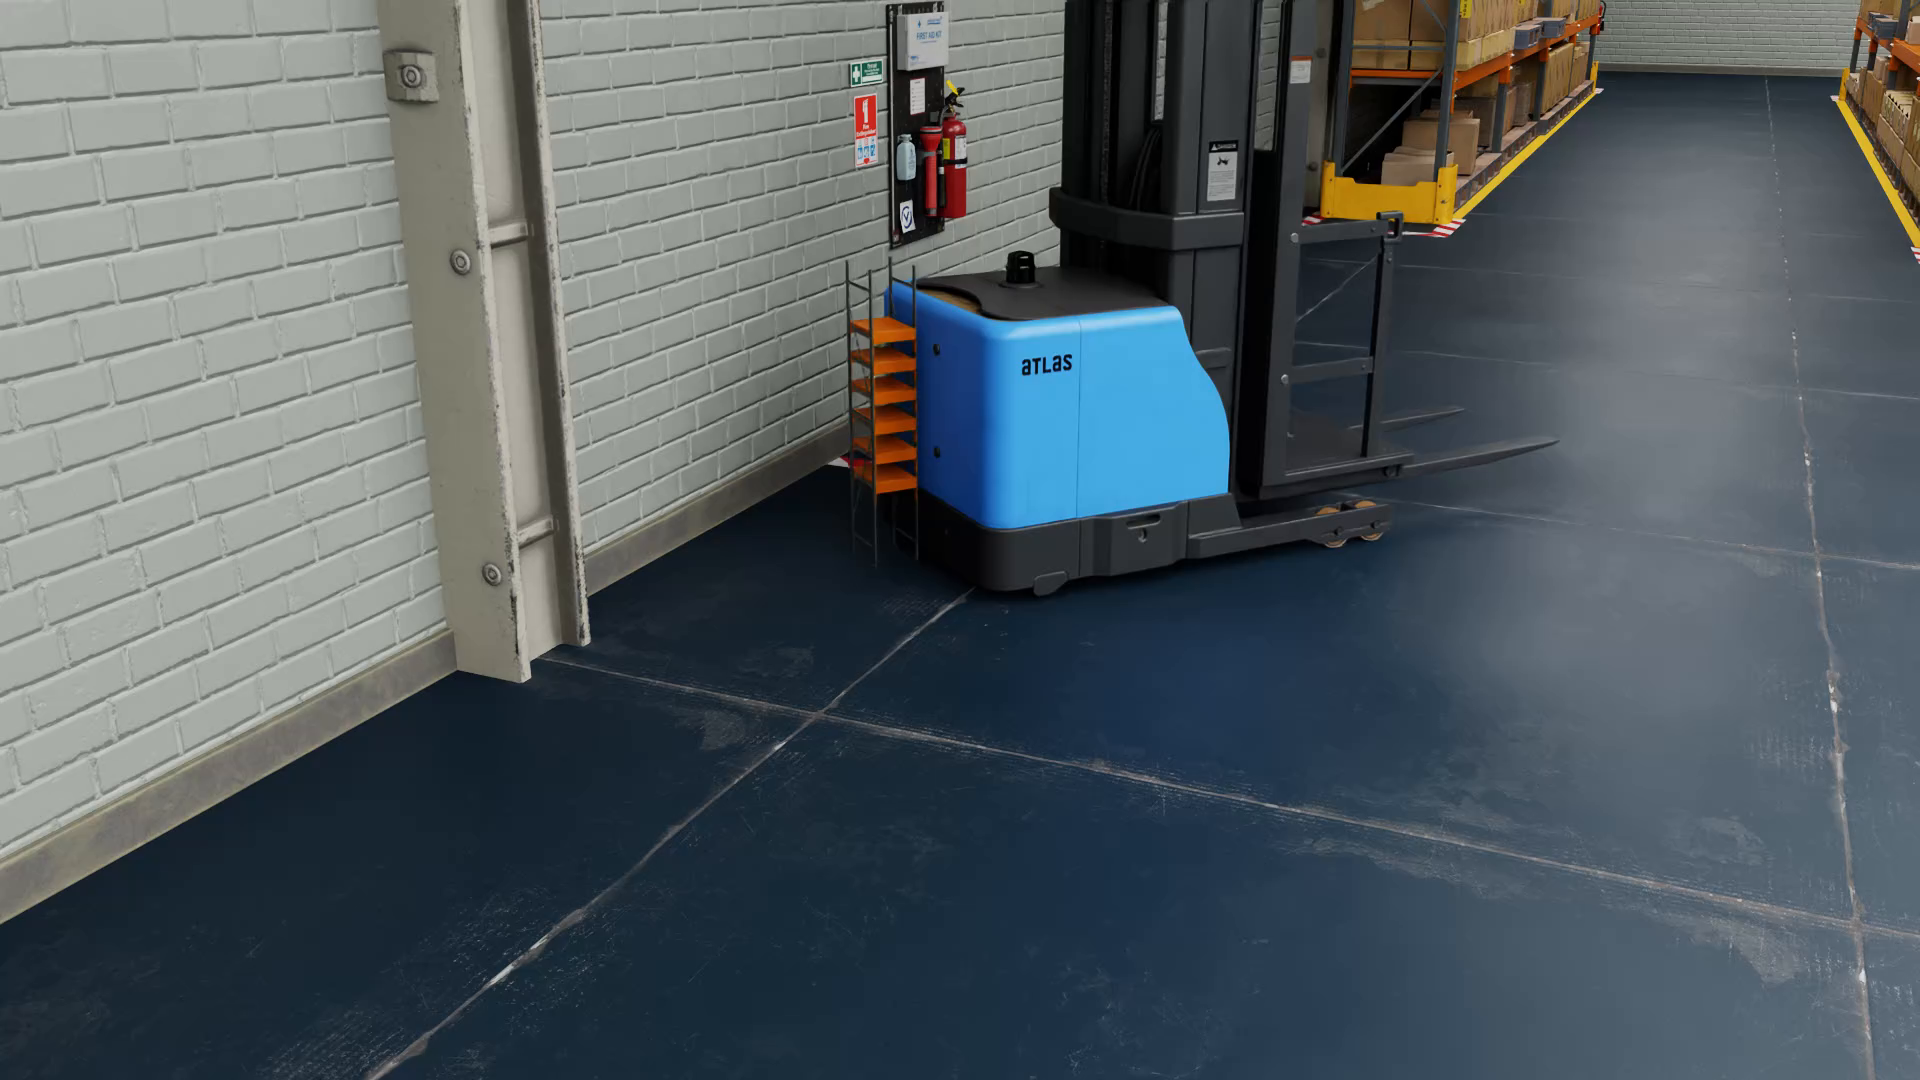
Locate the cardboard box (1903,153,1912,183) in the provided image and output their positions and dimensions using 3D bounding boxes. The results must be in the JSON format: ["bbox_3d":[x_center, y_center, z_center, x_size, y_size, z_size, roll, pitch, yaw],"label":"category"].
[{"bbox_3d":[9.361,-3.542,15.928,0.500,0.250,0.500,9,21,23],"label":"cardboard box"}]

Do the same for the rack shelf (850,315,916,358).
[{"bbox_3d":[-0.306,-0.795,6.471,0.180,0.103,0.258,-10,22,-25],"label":"rack shelf"}]

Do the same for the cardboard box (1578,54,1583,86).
[{"bbox_3d":[9.824,-7.724,27.316,0.700,0.500,0.500,8,21,21],"label":"cardboard box"}]

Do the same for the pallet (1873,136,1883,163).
[{"bbox_3d":[11.302,-4.555,19.460,1.003,0.211,1.213,9,21,23],"label":"pallet"}]

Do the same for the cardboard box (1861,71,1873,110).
[{"bbox_3d":[12.892,-6.253,23.147,0.500,0.500,0.500,8,21,20],"label":"cardboard box"}]

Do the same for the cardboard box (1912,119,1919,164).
[{"bbox_3d":[9.152,-3.743,15.375,0.500,0.500,0.500,9,21,23],"label":"cardboard box"}]

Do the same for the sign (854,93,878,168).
[{"bbox_3d":[8.123,-3.676,12.682,11.513,0.391,16.451,9,21,23],"label":"sign"}]

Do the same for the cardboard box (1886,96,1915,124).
[{"bbox_3d":[10.774,-4.844,18.753,0.500,0.311,0.500,8,21,21],"label":"cardboard box"}]

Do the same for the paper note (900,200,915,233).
[{"bbox_3d":[-0.264,-1.636,8.408,0.016,0.148,0.142,9,21,23],"label":"paper note"}]

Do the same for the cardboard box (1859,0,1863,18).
[{"bbox_3d":[14.528,-8.508,26.266,0.500,0.500,0.500,9,21,24],"label":"cardboard box"}]

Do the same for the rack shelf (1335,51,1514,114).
[{"bbox_3d":[9.216,-5.259,14.177,10.984,3.170,4.000,9,21,23],"label":"rack shelf"}]

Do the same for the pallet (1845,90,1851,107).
[{"bbox_3d":[14.594,-6.979,26.279,1.003,0.211,1.213,9,21,23],"label":"pallet"}]

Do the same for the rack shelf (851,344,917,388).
[{"bbox_3d":[-0.306,-0.682,6.512,0.180,0.103,0.258,-10,22,-25],"label":"rack shelf"}]

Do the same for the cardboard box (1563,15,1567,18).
[{"bbox_3d":[8.468,-7.457,23.806,0.380,0.149,0.250,9,21,23],"label":"cardboard box"}]

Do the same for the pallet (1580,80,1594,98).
[{"bbox_3d":[10.174,-7.670,28.220,1.003,0.211,1.213,9,21,23],"label":"pallet"}]

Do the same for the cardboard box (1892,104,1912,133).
[{"bbox_3d":[10.355,-4.534,17.880,0.500,0.311,0.500,8,21,23],"label":"cardboard box"}]

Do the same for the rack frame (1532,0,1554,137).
[{"bbox_3d":[7.154,-6.793,21.594,1.000,3.000,0.127,9,21,23],"label":"rack frame"}]

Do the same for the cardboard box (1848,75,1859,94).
[{"bbox_3d":[14.060,-7.039,25.732,0.500,0.250,0.500,9,21,23],"label":"cardboard box"}]

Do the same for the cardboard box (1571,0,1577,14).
[{"bbox_3d":[8.633,-7.880,24.026,0.500,0.500,0.500,9,21,23],"label":"cardboard box"}]

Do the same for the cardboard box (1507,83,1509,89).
[{"bbox_3d":[6.410,-5.625,20.265,0.500,0.250,0.500,8,21,22],"label":"cardboard box"}]

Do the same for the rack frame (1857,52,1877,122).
[{"bbox_3d":[13.313,-7.337,23.124,1.000,3.000,0.127,9,21,23],"label":"rack frame"}]

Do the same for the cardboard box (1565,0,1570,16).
[{"bbox_3d":[8.220,-7.574,23.166,0.500,0.500,0.500,9,22,24],"label":"cardboard box"}]

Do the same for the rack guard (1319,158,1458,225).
[{"bbox_3d":[3.909,-3.193,15.201,1.175,0.500,0.348,9,21,23],"label":"rack guard"}]

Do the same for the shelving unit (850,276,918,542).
[{"bbox_3d":[-0.304,-0.498,6.578,0.183,1.046,0.258,-10,22,-25],"label":"shelving unit"}]

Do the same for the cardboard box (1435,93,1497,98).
[{"bbox_3d":[5.968,-4.992,19.603,0.700,0.500,0.500,8,21,22],"label":"cardboard box"}]

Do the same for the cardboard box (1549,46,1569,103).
[{"bbox_3d":[8.283,-6.712,23.948,0.750,0.750,0.750,9,22,24],"label":"cardboard box"}]

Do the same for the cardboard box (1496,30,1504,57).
[{"bbox_3d":[5.195,-5.016,16.790,0.500,0.250,0.500,8,21,22],"label":"cardboard box"}]

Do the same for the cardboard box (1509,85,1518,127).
[{"bbox_3d":[6.590,-5.454,20.902,0.700,0.500,0.500,9,21,23],"label":"cardboard box"}]

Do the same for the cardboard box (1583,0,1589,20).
[{"bbox_3d":[9.333,-8.543,26.067,0.980,0.700,0.700,8,21,21],"label":"cardboard box"}]

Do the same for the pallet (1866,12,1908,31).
[{"bbox_3d":[12.886,-7.018,22.512,1.003,0.211,1.213,9,21,23],"label":"pallet"}]

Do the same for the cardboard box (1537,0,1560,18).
[{"bbox_3d":[7.586,-7.103,21.843,0.500,0.500,0.500,9,22,24],"label":"cardboard box"}]

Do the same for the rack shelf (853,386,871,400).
[{"bbox_3d":[-0.306,-0.587,6.545,0.166,0.020,0.199,-10,22,-25],"label":"rack shelf"}]

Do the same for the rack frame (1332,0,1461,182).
[{"bbox_3d":[3.878,-4.348,14.717,1.000,3.000,0.127,9,21,23],"label":"rack frame"}]

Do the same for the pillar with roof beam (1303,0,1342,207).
[{"bbox_3d":[7.303,-6.916,12.987,9.100,9.000,0.400,9,21,23],"label":"pillar with roof beam"}]

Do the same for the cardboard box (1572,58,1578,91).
[{"bbox_3d":[9.400,-7.404,26.414,0.700,0.500,0.500,8,21,22],"label":"cardboard box"}]

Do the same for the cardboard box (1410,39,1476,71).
[{"bbox_3d":[15.881,-2.695,11.533,24.593,1.100,3.897,9,22,25],"label":"cardboard box"}]

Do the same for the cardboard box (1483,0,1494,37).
[{"bbox_3d":[4.776,-5.051,15.770,0.500,0.500,0.500,8,21,21],"label":"cardboard box"}]

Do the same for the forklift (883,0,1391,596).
[{"bbox_3d":[1.230,-1.494,6.797,3.031,2.935,1.130,-10,22,-25],"label":"forklift"}]

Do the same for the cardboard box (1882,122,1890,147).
[{"bbox_3d":[10.780,-4.584,18.858,0.500,0.250,0.500,8,21,21],"label":"cardboard box"}]

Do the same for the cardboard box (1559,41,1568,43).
[{"bbox_3d":[10.103,-8.402,28.255,0.380,0.149,0.250,9,21,23],"label":"cardboard box"}]

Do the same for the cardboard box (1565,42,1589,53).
[{"bbox_3d":[10.244,-8.194,27.669,0.380,0.149,0.250,9,22,24],"label":"cardboard box"}]

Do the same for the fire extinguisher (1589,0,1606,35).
[{"bbox_3d":[10.913,-9.009,28.497,0.296,0.674,0.183,9,21,23],"label":"fire extinguisher"}]

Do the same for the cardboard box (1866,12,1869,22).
[{"bbox_3d":[13.701,-7.888,24.522,0.500,0.500,0.500,9,22,24],"label":"cardboard box"}]

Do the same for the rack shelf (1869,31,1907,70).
[{"bbox_3d":[12.494,-6.387,21.526,1.077,0.370,4.000,9,21,23],"label":"rack shelf"}]

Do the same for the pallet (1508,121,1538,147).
[{"bbox_3d":[6.833,-5.241,21.390,1.003,0.211,1.213,9,21,23],"label":"pallet"}]

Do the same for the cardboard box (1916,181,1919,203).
[{"bbox_3d":[8.746,-3.084,14.639,0.500,0.250,0.500,9,21,23],"label":"cardboard box"}]

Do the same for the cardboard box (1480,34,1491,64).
[{"bbox_3d":[4.781,-4.708,15.923,0.500,0.250,0.500,8,21,22],"label":"cardboard box"}]

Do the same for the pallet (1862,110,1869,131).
[{"bbox_3d":[13.014,-5.770,22.878,1.003,0.211,1.213,9,21,23],"label":"pallet"}]

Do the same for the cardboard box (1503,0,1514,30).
[{"bbox_3d":[5.405,-5.522,17.095,0.500,0.500,0.500,8,21,22],"label":"cardboard box"}]

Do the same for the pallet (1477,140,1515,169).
[{"bbox_3d":[5.833,-4.495,19.293,1.003,0.211,1.213,9,21,23],"label":"pallet"}]

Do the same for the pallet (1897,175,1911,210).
[{"bbox_3d":[9.673,-3.341,16.047,1.003,0.211,1.213,9,21,23],"label":"pallet"}]

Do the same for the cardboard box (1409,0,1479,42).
[{"bbox_3d":[4.348,-4.744,14.908,0.500,0.500,0.500,9,21,23],"label":"cardboard box"}]

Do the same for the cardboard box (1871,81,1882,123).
[{"bbox_3d":[12.056,-5.620,21.370,0.500,0.500,0.500,8,21,21],"label":"cardboard box"}]

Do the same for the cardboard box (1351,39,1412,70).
[{"bbox_3d":[3.893,-4.456,15.216,0.500,0.250,0.500,9,21,23],"label":"cardboard box"}]

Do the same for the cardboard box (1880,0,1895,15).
[{"bbox_3d":[12.691,-7.249,22.101,0.700,0.500,0.500,12,23,31],"label":"cardboard box"}]

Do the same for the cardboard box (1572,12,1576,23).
[{"bbox_3d":[8.830,-7.684,24.445,0.380,0.149,0.250,9,21,24],"label":"cardboard box"}]
